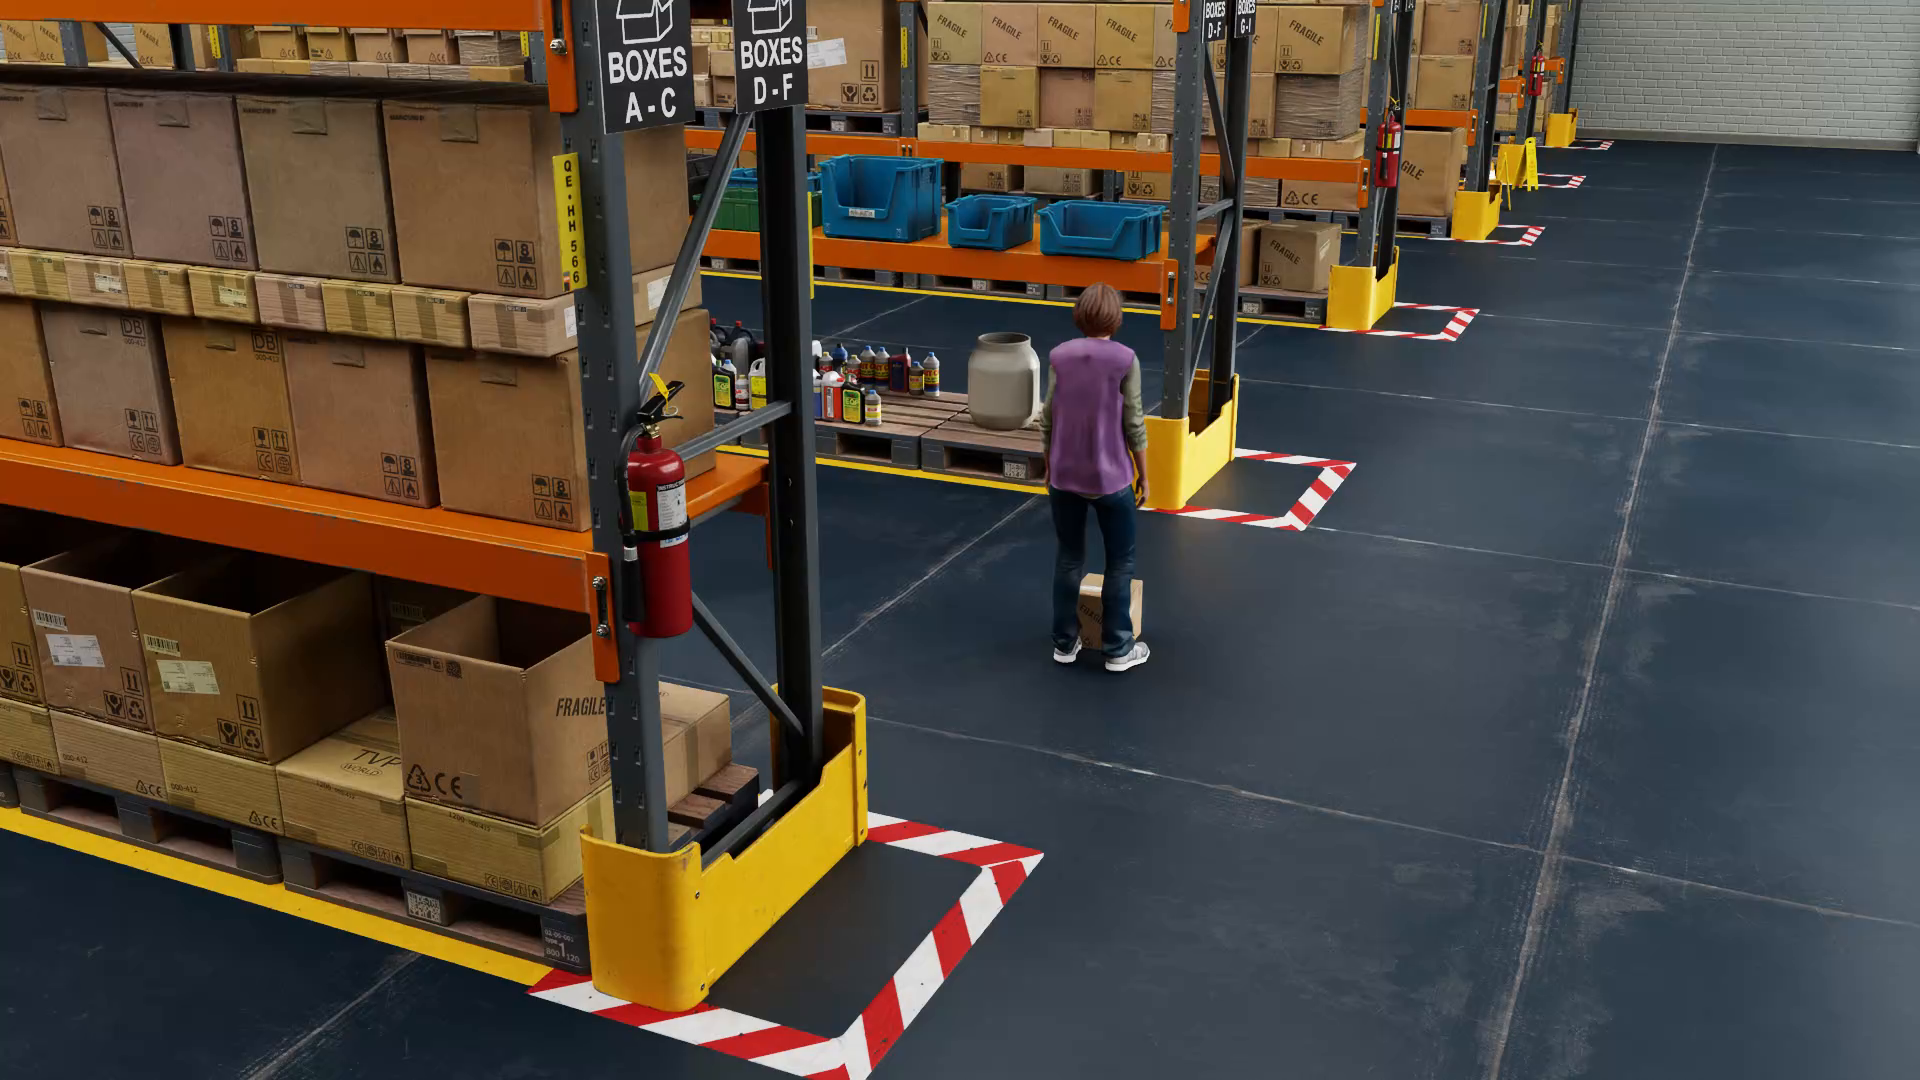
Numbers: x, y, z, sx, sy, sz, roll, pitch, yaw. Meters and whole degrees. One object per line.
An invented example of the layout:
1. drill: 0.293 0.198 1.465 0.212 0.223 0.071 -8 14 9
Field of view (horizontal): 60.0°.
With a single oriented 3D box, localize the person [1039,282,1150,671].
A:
1. person: 0.543 -0.242 6.773 0.462 1.593 0.343 9 21 23
